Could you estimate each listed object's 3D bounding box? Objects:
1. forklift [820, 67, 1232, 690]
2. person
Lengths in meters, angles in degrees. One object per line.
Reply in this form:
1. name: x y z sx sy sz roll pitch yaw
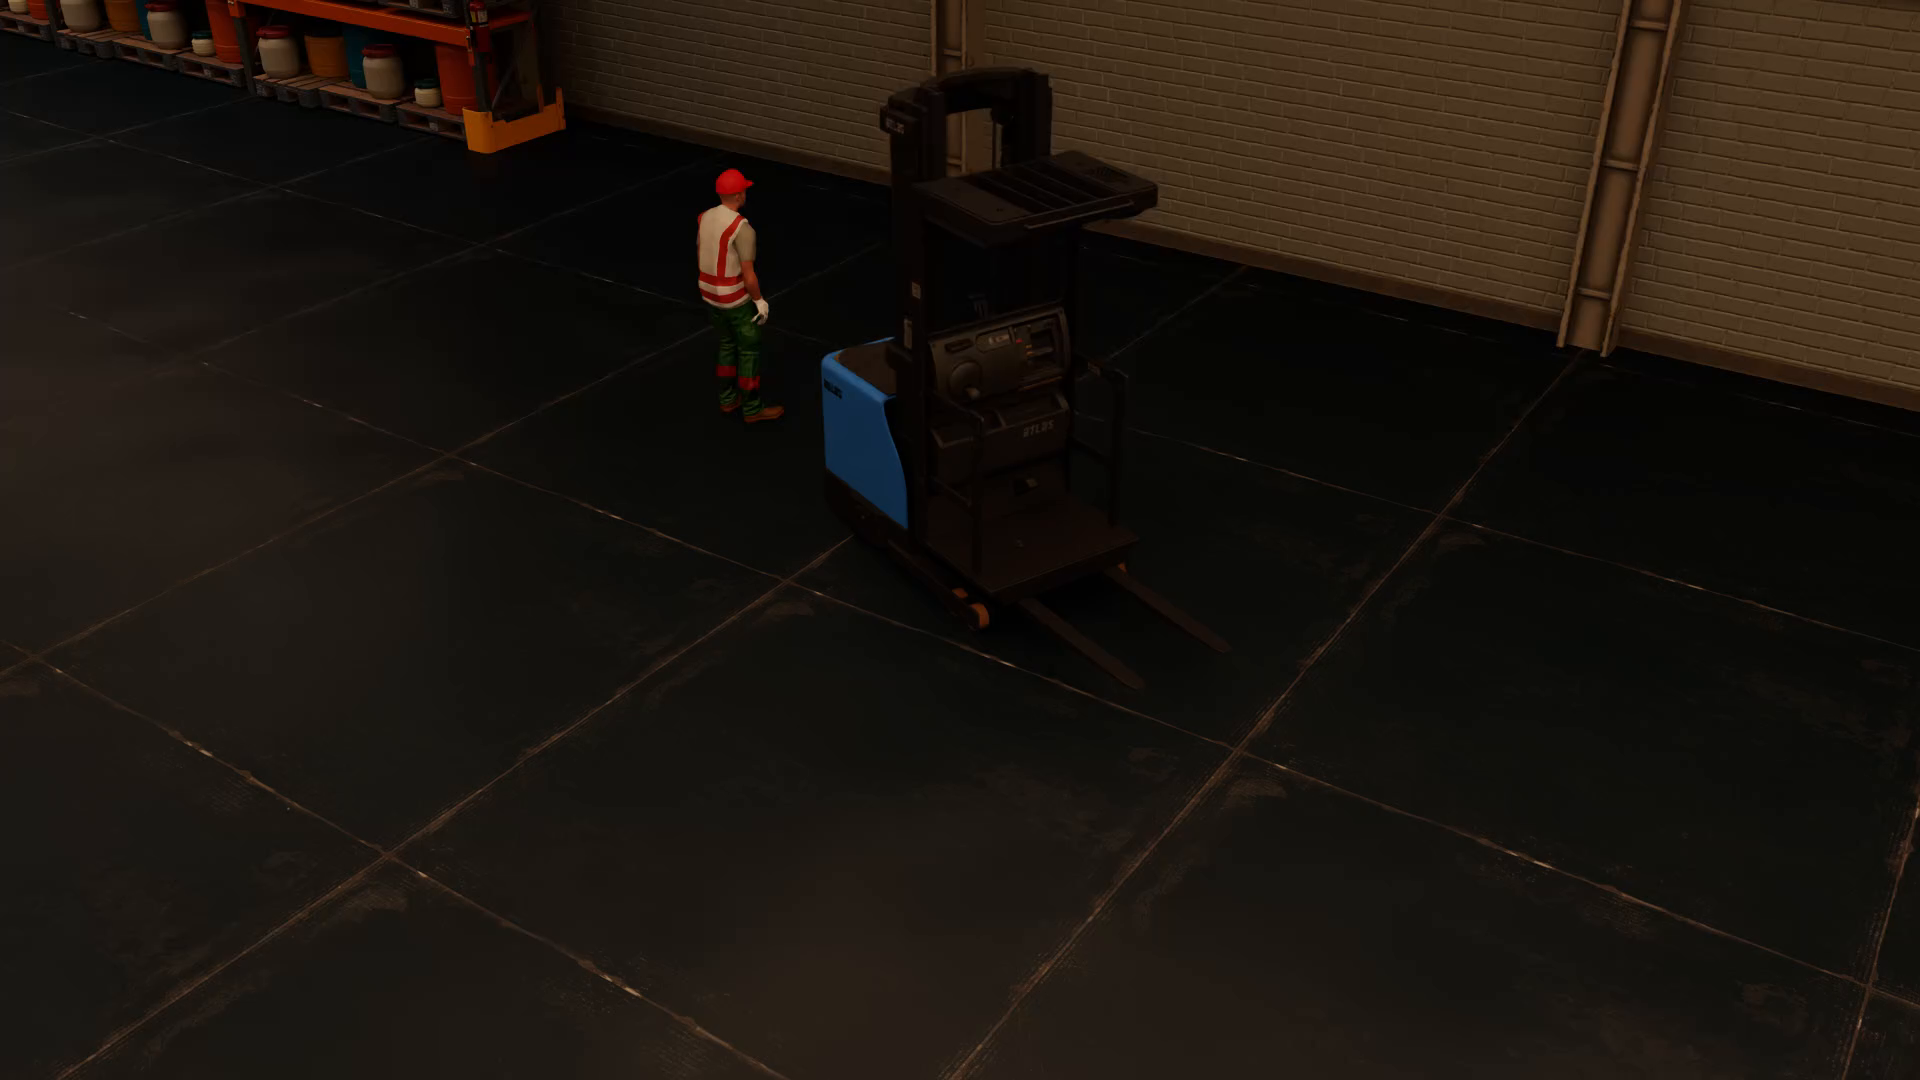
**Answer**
1. forklift: 0.355 -1.015 9.329 1.130 2.935 3.031 -19 35 -29
2. person: -1.582 -1.713 11.682 0.450 1.779 0.619 -26 39 -38
